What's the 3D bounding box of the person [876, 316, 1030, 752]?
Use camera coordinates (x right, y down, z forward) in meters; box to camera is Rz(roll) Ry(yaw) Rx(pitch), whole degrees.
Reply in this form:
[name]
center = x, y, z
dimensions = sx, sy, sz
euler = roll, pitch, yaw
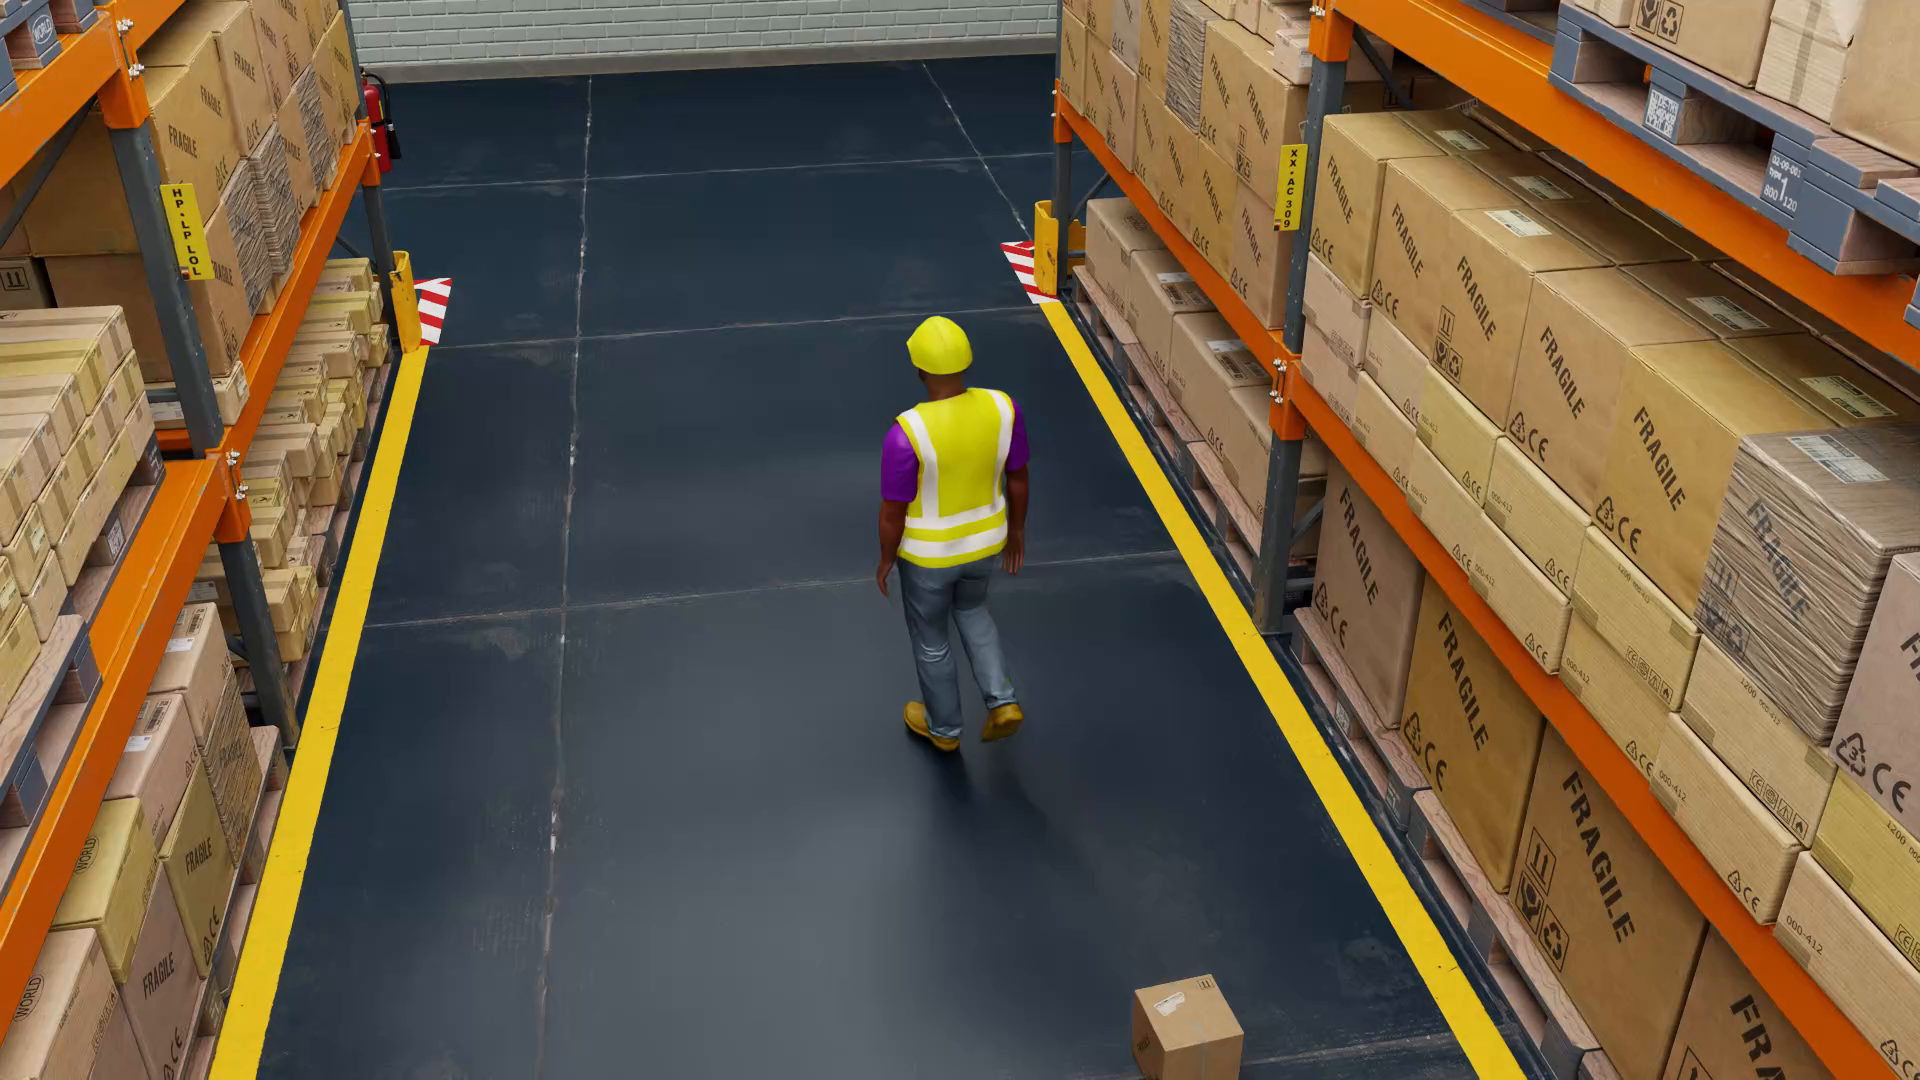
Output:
[person]
center = -0.008, 0.033, 6.004
dimensions = 0.581, 1.758, 0.544
euler = -17, 35, -26
